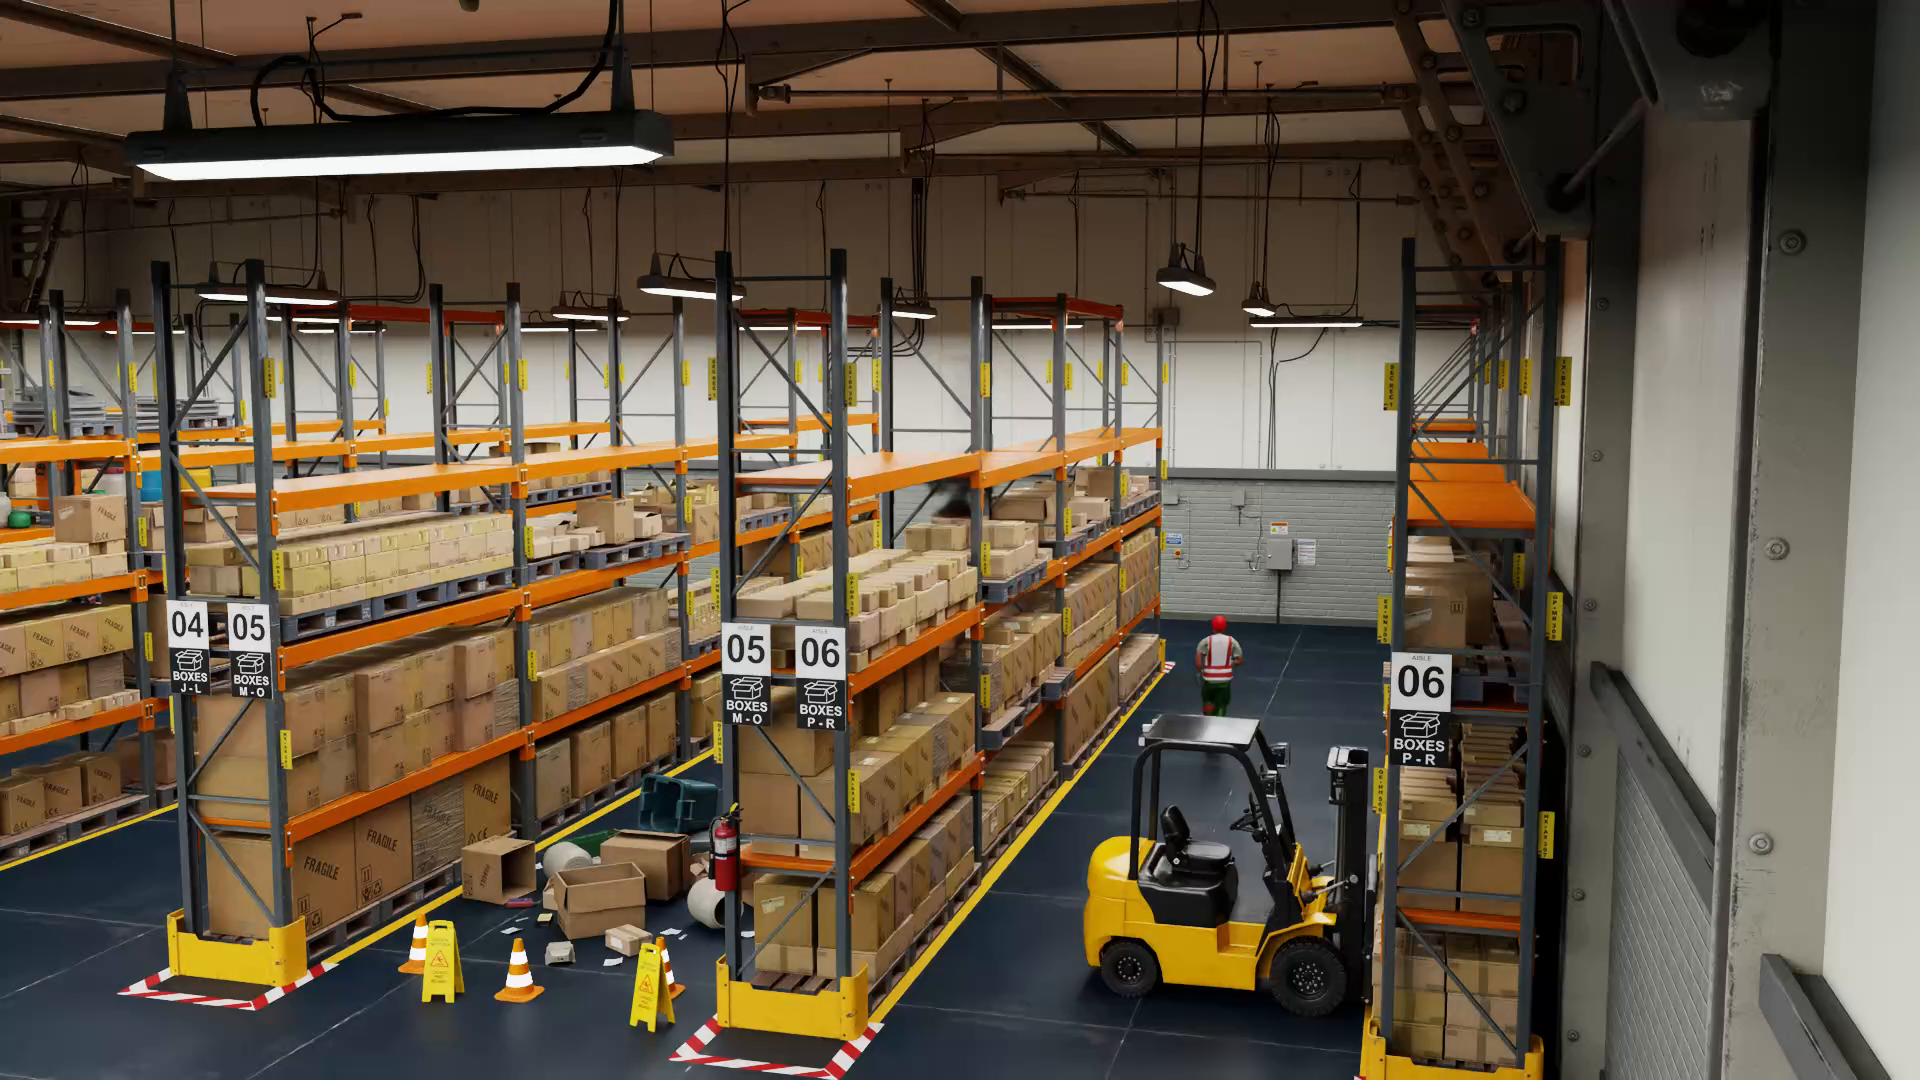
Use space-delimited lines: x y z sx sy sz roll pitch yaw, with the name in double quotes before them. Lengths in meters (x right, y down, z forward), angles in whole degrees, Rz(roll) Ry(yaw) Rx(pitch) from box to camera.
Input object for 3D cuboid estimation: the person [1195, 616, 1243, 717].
"person" 3.526 1.888 22.720 0.659 1.744 0.578 1 6 6
